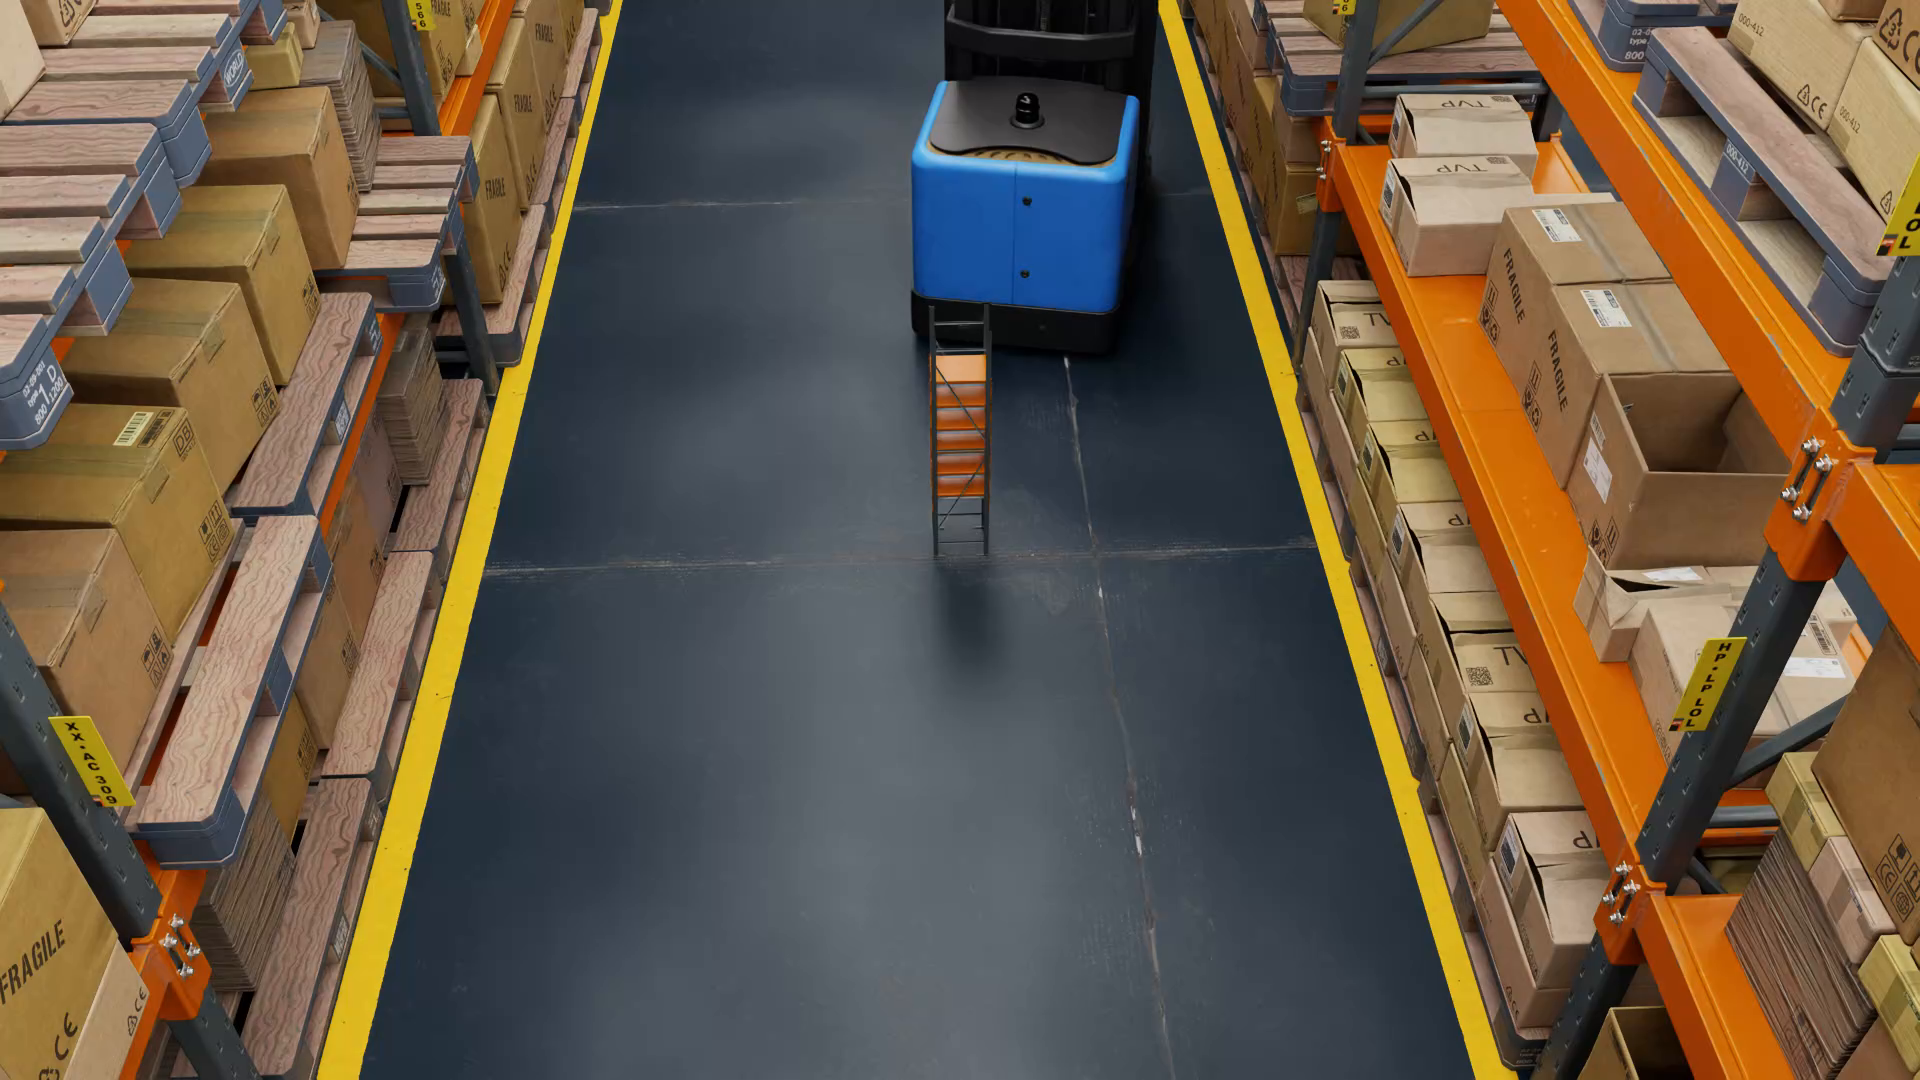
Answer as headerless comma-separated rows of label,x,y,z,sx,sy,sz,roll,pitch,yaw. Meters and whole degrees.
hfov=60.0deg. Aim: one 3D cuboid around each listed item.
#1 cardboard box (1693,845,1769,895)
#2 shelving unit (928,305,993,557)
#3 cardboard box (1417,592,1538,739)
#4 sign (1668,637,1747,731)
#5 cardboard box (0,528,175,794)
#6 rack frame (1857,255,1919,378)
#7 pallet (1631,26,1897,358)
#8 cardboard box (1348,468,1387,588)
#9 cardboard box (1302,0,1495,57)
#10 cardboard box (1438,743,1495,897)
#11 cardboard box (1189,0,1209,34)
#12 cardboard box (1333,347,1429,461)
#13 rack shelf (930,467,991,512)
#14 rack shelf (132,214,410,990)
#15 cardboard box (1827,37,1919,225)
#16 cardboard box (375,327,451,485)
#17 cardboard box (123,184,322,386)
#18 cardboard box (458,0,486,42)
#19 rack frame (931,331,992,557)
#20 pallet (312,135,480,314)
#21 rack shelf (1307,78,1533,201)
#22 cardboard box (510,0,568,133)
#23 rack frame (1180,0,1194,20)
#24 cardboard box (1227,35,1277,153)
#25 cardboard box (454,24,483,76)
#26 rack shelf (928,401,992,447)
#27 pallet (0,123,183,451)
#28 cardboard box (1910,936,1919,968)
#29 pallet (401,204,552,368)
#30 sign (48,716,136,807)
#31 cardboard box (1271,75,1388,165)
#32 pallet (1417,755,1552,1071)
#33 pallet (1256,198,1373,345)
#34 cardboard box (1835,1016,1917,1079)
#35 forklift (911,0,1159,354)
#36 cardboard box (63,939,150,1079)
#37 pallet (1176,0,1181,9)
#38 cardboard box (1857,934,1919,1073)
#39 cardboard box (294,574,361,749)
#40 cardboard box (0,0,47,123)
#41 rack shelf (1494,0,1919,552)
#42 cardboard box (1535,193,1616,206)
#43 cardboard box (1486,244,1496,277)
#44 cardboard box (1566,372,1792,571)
cardboard box,2.572,1.091,5.298,0.500,0.311,0.500,-2,43,-2
shelving unit,0.001,-0.433,6.984,0.258,1.200,0.189,-2,43,-2
cardboard box,1.989,0.424,6.026,0.500,0.311,0.500,-2,43,-2
sign,1.798,0.350,4.000,0.100,0.325,0.005,-2,43,-2
cardboard box,-2.596,0.327,4.424,0.700,0.500,0.500,-2,43,-2
rack frame,2.340,-1.486,2.361,1.000,3.000,0.127,-2,43,-2
pallet,2.290,-0.905,4.089,0.805,0.209,1.217,-3,43,-4
cardboard box,1.949,-0.064,6.974,0.500,0.250,0.500,-3,43,-3
cardboard box,2.031,-2.588,7.619,0.700,0.500,0.500,-15,45,-16
cardboard box,2.013,0.971,5.844,0.500,0.250,0.500,-2,43,-2
cardboard box,1.778,-3.582,10.612,0.500,0.500,0.500,-3,43,-4
cardboard box,1.930,-0.606,7.150,0.500,0.311,0.500,-3,43,-3
rack shelf,0.001,-0.223,7.176,0.258,0.103,0.180,-2,43,-2
rack shelf,-2.694,-0.215,5.947,1.077,0.370,4.000,-2,43,-2
cardboard box,2.324,-0.896,3.738,0.500,0.250,0.500,2,43,3
cardboard box,-2.696,-0.586,7.344,0.700,0.500,0.500,-1,43,-1
cardboard box,-2.674,-0.872,5.731,0.700,0.500,0.500,-2,43,-2
cardboard box,-2.557,-2.673,7.787,0.500,0.500,0.500,0,43,0
rack frame,0.004,-0.371,6.916,0.240,1.200,0.006,-2,43,-2
pallet,-2.642,-1.281,6.720,1.213,0.211,1.003,-2,43,-2
rack shelf,2.085,-3.060,9.050,1.077,0.370,4.000,-2,43,-2
cardboard box,-2.750,-2.858,9.578,0.750,0.750,0.750,0,43,0
rack frame,2.000,-4.675,10.280,1.000,3.000,0.127,-2,43,-2
cardboard box,1.846,-2.544,9.479,0.500,0.500,0.500,-3,43,-3
cardboard box,-2.490,-2.326,7.889,0.380,0.149,0.250,0,43,0
rack shelf,0.001,-0.488,6.933,0.258,0.103,0.180,-2,43,-2
pallet,-2.529,-0.586,3.738,1.213,0.211,1.003,-2,43,-2
cardboard box,2.388,0.851,3.217,0.700,0.500,0.500,-2,43,-2
pallet,-2.737,-1.337,8.702,1.003,0.211,1.213,-2,43,-2
sign,-2.067,0.530,3.961,0.100,0.325,0.005,-2,43,-2
cardboard box,1.889,-2.155,8.500,0.500,0.250,0.500,0,43,0
pallet,2.270,1.257,5.872,1.003,0.211,1.213,-2,43,-2
pallet,2.176,-1.452,8.828,1.003,0.211,1.213,-2,43,-2
cardboard box,2.394,1.344,3.640,0.700,0.500,0.500,-2,43,-2
forklift,0.503,-3.014,8.519,1.130,2.935,3.031,6,43,7
cardboard box,-2.286,1.229,3.935,0.500,0.250,0.500,-2,43,-2
pallet,1.972,-4.111,11.728,1.003,0.211,1.213,-2,43,-2
cardboard box,2.182,0.980,3.556,0.380,0.149,0.250,-3,43,-3
cardboard box,-2.710,0.440,6.224,0.700,0.500,0.500,-1,43,-1
cardboard box,-2.578,-1.145,3.964,0.500,0.311,0.500,0,43,0
rack shelf,2.255,-1.465,5.091,1.077,0.370,4.000,-2,43,-2
cardboard box,2.485,-1.283,6.765,0.380,0.149,0.250,-2,43,-2
cardboard box,2.281,-1.023,6.482,0.380,0.149,0.250,1,43,1
cardboard box,2.302,-0.186,5.309,0.500,0.500,0.500,1,43,1
